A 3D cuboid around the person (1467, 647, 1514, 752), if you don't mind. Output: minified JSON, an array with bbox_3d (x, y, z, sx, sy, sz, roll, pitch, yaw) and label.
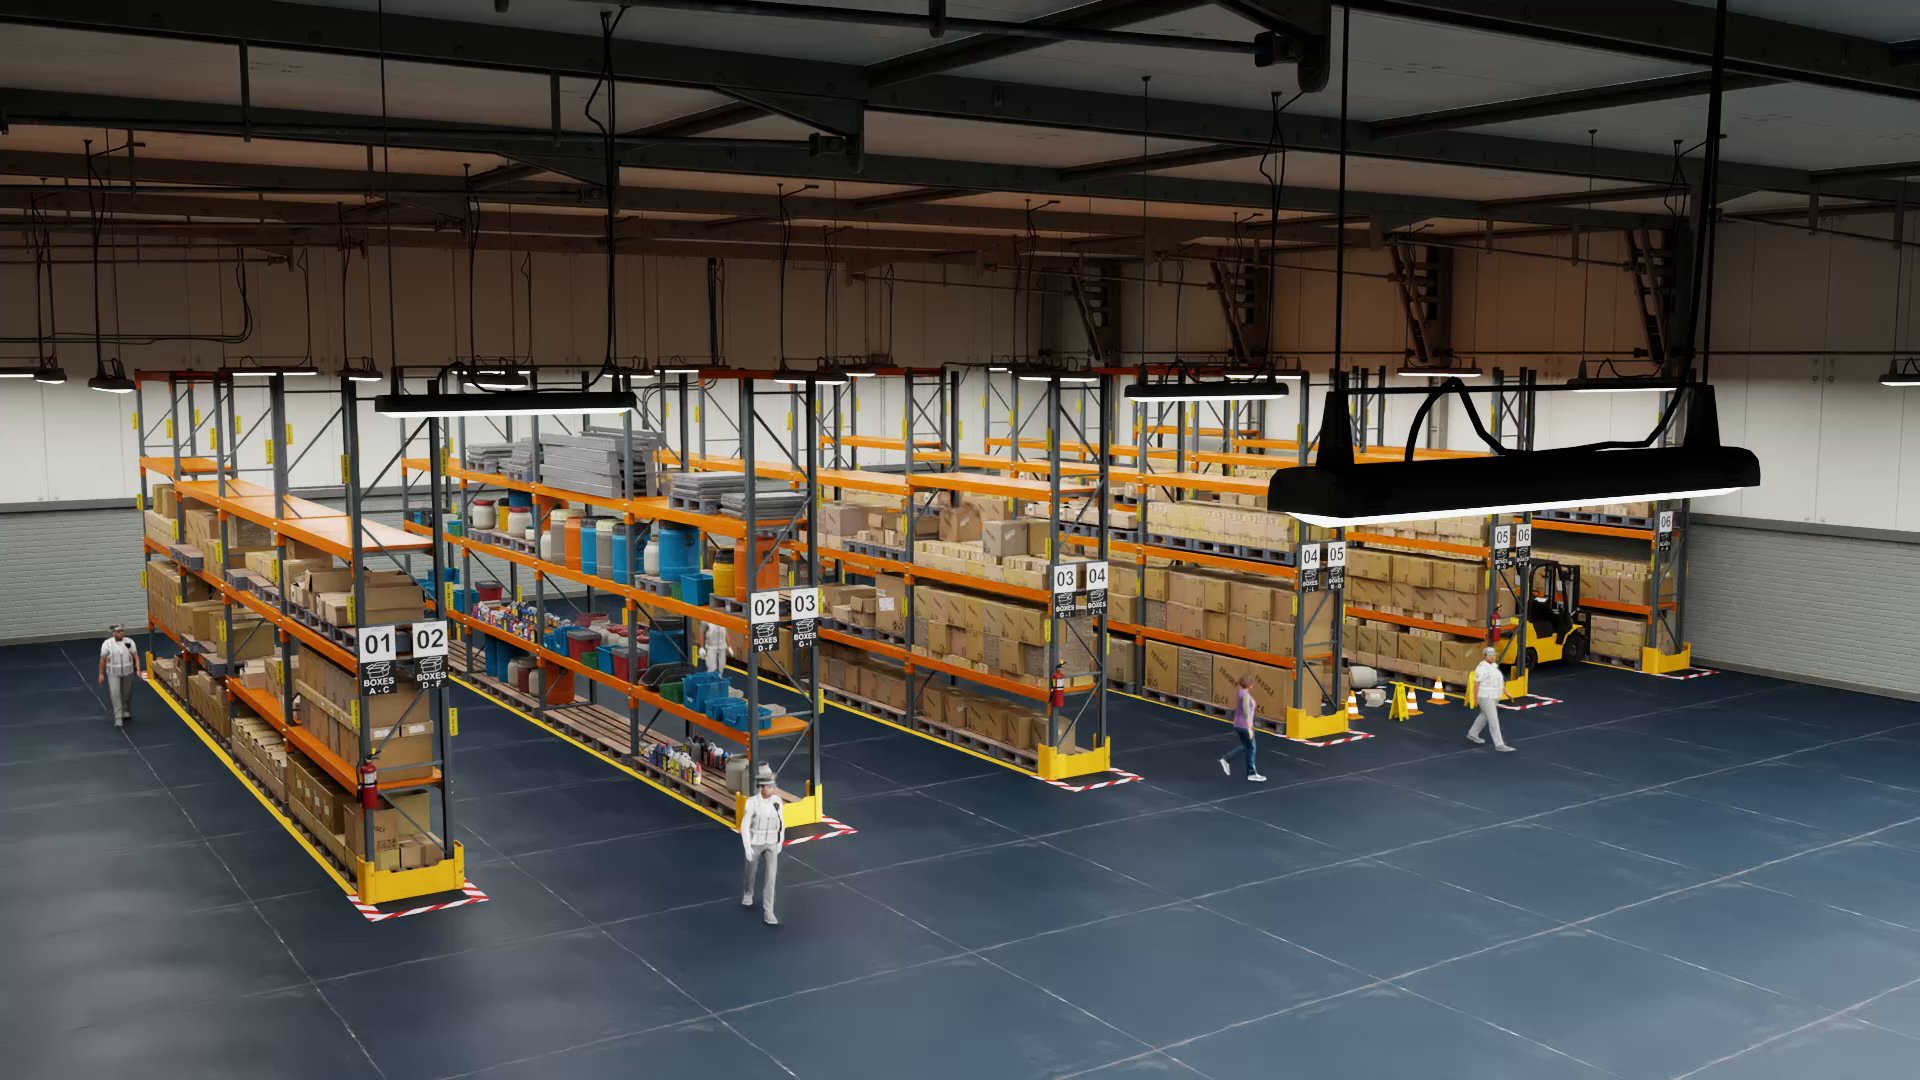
[{"bbox_3d":[8.511,2.513,26.582,0.503,1.617,0.957,-5,8,-39],"label":"person"}]

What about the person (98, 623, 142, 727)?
[{"bbox_3d":[-14.329,2.253,28.365,0.651,1.703,1.048,-4,8,-32],"label":"person"}]

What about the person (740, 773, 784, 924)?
[{"bbox_3d":[-2.196,3.419,18.667,0.561,1.622,0.938,-3,7,-27],"label":"person"}]

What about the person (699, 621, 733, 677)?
[{"bbox_3d":[-4.448,2.023,30.301,0.610,1.808,0.510,-3,7,-25],"label":"person"}]

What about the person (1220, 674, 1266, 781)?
[{"bbox_3d":[4.187,2.762,24.592,0.668,1.585,0.474,0,6,-3],"label":"person"}]
